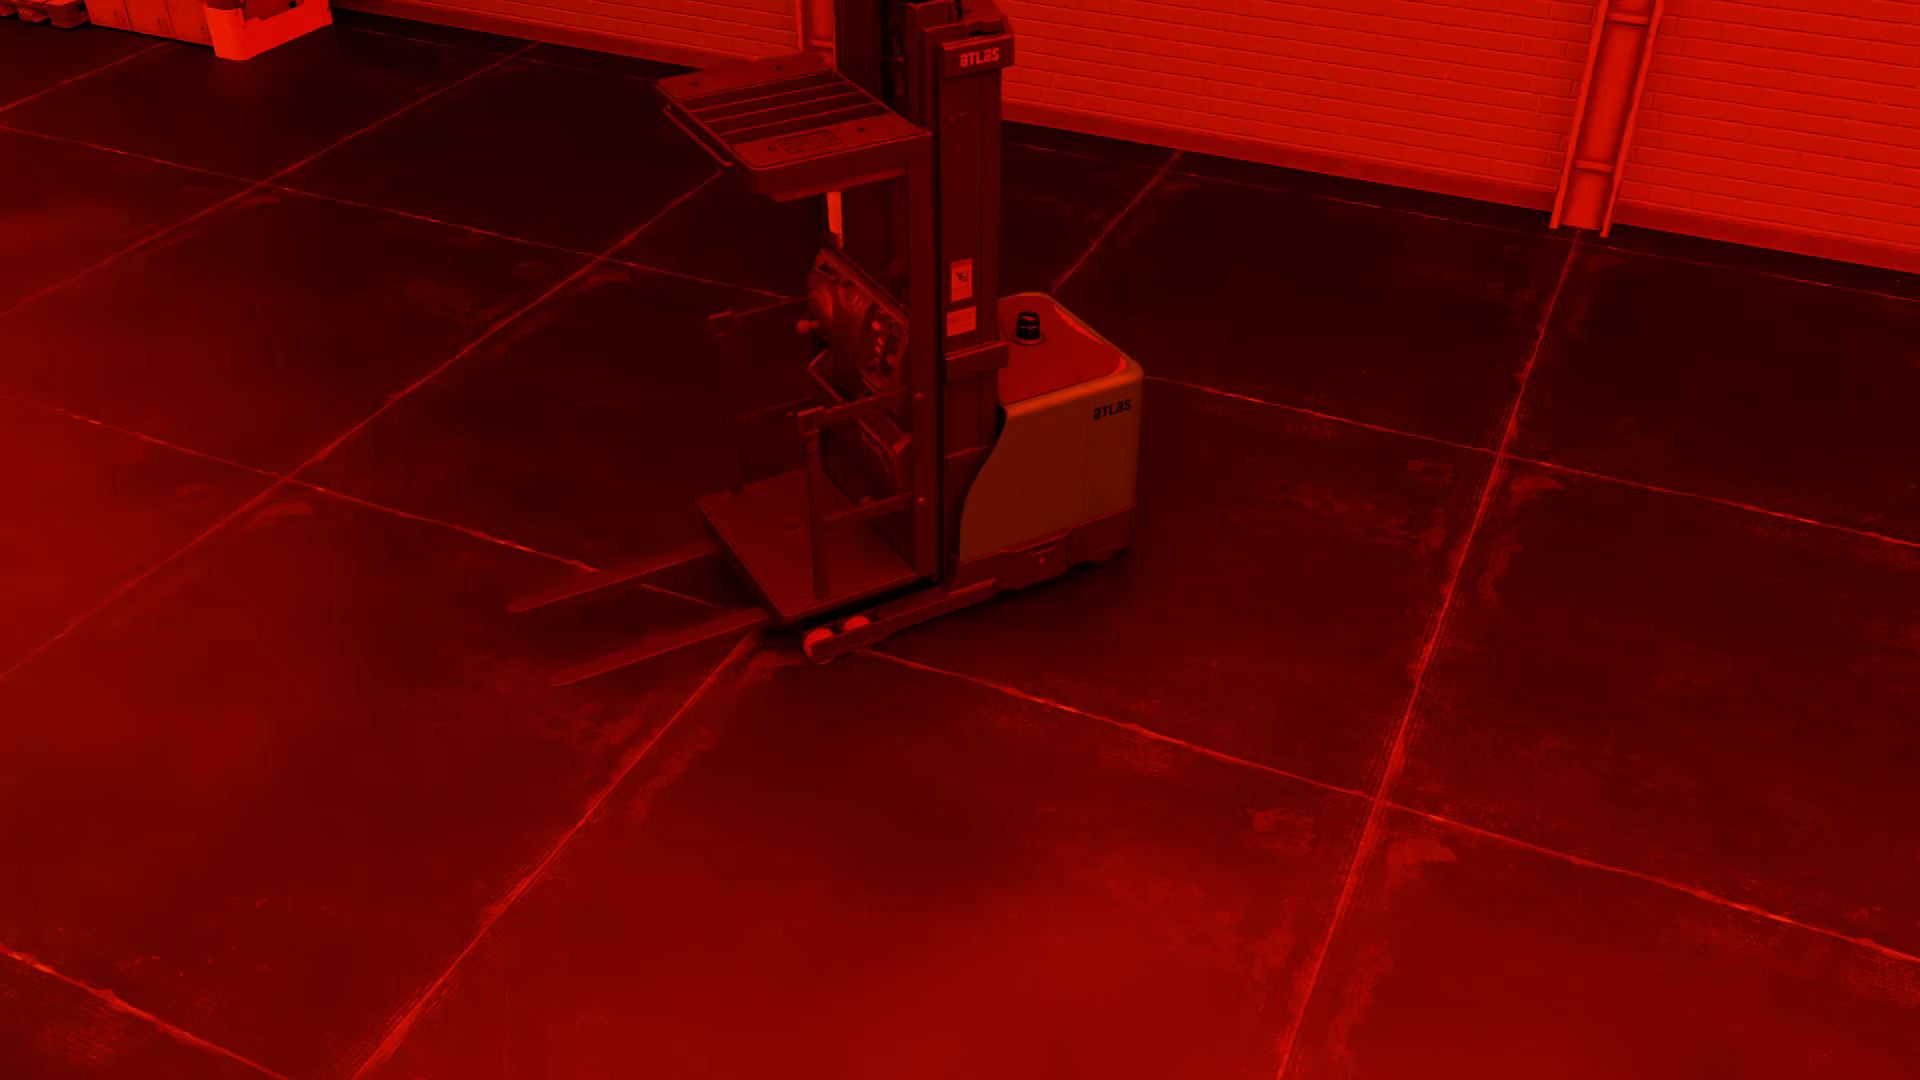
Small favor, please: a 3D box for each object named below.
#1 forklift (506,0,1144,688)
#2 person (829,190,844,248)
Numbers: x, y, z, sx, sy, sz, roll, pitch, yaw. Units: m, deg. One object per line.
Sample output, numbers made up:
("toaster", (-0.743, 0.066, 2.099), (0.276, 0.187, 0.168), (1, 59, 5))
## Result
("forklift", (-0.645, -0.963, 7.436), (3.031, 2.935, 1.130), (-18, 39, -23))
("person", (-0.547, -2.061, 10.235), (0.811, 1.536, 0.680), (27, 44, 33))
